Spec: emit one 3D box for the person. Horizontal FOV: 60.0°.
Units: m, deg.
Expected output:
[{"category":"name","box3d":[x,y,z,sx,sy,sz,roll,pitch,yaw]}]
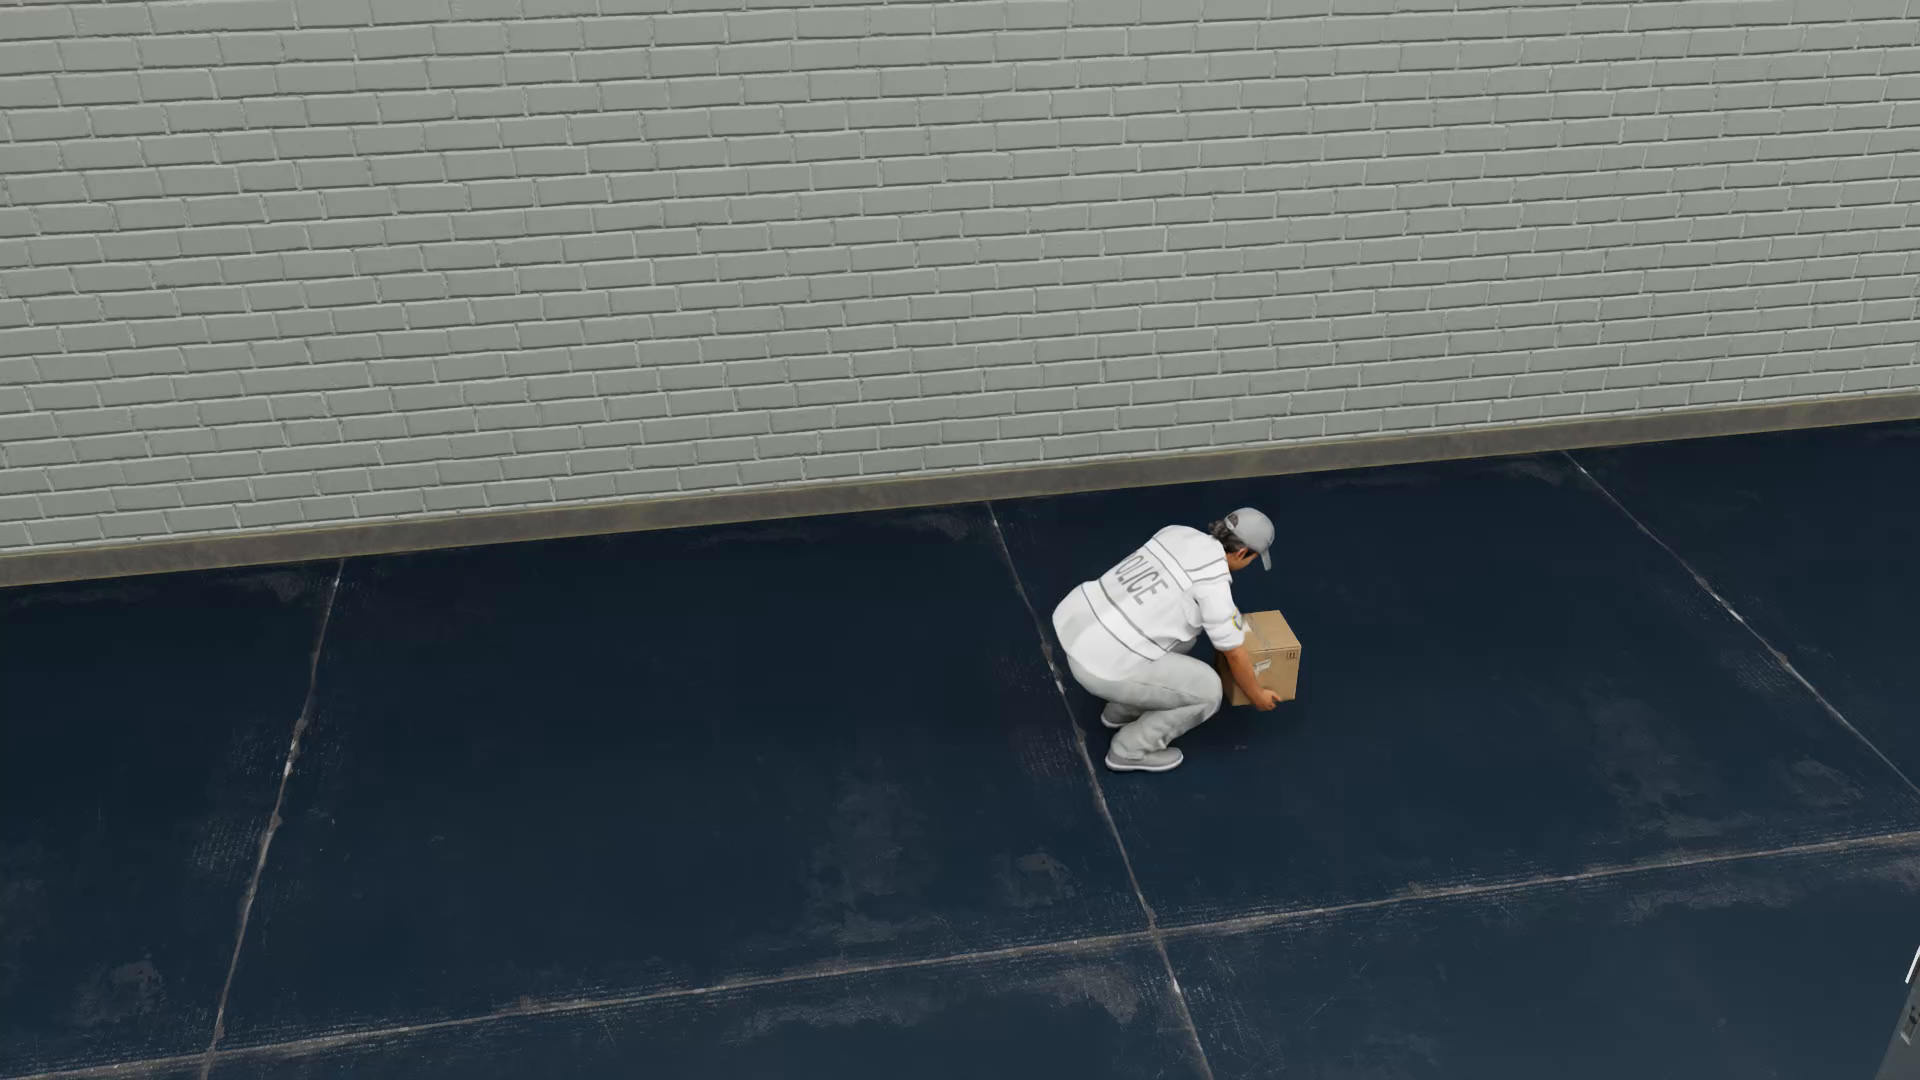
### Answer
[{"category":"person","box3d":[0.771,0.355,6.232,0.848,0.960,0.528,-5,31,-9]}]
